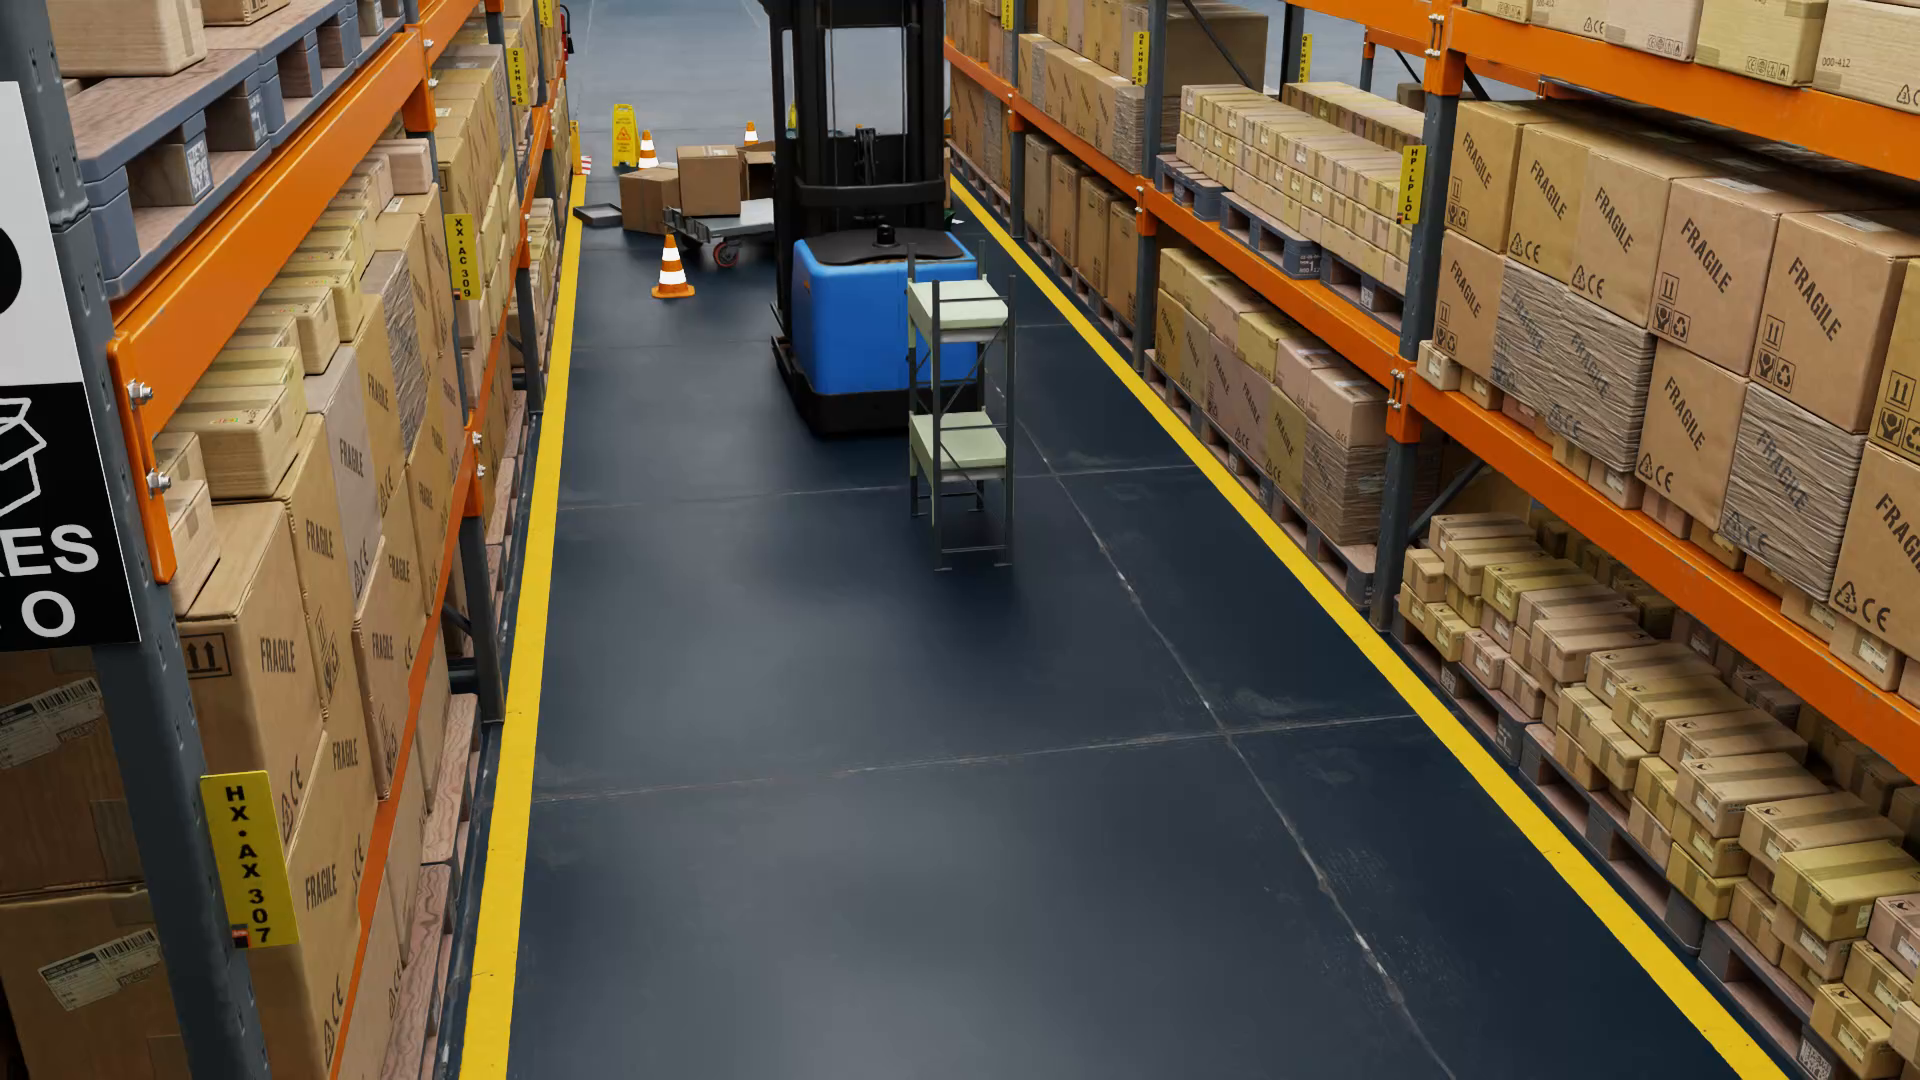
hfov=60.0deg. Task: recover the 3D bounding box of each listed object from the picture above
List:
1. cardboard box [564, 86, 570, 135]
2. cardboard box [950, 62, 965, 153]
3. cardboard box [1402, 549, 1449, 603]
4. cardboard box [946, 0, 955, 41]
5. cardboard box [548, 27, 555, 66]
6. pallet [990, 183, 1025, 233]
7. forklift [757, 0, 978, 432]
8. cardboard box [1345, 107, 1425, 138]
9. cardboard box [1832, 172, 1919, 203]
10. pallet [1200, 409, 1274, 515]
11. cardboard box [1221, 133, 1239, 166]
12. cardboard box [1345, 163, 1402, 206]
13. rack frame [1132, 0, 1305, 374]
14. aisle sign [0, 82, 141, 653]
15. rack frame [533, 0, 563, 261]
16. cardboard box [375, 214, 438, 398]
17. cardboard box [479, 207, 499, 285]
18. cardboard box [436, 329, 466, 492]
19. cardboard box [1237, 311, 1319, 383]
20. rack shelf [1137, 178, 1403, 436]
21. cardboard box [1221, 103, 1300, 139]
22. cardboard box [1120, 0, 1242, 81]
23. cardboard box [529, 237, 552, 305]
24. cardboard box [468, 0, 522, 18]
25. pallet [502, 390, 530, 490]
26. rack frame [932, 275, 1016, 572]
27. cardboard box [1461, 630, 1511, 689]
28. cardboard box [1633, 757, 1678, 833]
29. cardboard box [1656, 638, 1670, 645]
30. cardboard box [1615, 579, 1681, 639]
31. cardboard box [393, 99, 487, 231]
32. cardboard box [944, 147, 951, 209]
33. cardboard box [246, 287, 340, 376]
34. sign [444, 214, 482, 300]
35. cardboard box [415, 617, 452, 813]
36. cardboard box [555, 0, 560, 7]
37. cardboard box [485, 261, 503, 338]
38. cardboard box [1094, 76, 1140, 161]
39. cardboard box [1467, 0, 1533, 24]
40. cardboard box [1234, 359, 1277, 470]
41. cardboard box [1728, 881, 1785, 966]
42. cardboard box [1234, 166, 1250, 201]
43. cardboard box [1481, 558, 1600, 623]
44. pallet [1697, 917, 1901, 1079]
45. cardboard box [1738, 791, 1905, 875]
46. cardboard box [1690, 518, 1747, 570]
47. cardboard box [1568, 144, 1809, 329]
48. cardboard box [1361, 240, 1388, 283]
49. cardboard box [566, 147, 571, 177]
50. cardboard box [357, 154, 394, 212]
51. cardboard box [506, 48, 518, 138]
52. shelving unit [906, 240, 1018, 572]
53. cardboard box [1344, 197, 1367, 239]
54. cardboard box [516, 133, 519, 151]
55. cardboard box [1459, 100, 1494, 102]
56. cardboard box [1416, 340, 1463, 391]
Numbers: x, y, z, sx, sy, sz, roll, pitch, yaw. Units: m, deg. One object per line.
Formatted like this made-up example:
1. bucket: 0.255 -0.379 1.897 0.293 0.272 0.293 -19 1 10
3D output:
1. cardboard box: -4.230 -4.289 16.797 0.500 0.500 0.500 -4 24 -9
2. cardboard box: 0.402 -4.672 17.830 0.875 0.875 0.875 -4 24 -9
3. cardboard box: 2.183 0.149 7.327 0.380 0.149 0.250 -3 24 -7
4. cardboard box: 0.325 -5.641 17.731 0.875 0.550 0.550 -4 24 -10
5. cardboard box: -3.898 -4.506 14.822 0.500 0.500 0.500 -5 24 -10
6. pallet: 0.888 -3.169 15.742 1.003 0.211 1.213 -4 24 -10
7. forklift: -0.700 -2.557 10.943 1.130 2.935 3.031 -5 24 -12
8. cardboard box: 2.417 -2.358 9.446 0.380 0.149 0.250 -4 24 -10
9. cardboard box: 3.077 -0.863 5.232 0.500 0.500 0.500 -5 24 -11
10. pallet: 2.056 -0.504 9.641 1.003 0.211 1.213 -4 24 -10
11. cardboard box: 1.735 -2.267 9.610 0.380 0.149 0.250 -4 24 -10
12. cardboard box: 2.068 -1.696 7.931 0.380 0.149 0.250 -5 24 -11
13. rack frame: 1.691 -2.568 10.883 1.000 3.000 0.127 -4 24 -10
14. aisle sign: -1.377 -0.200 2.212 0.394 0.787 0.004 -4 24 -10
15. rack frame: -3.895 -3.736 13.556 1.000 3.000 0.127 -4 24 -10
16. cardboard box: -1.971 -0.728 5.294 0.500 0.500 0.500 -5 24 -11
17. cardboard box: -2.411 -1.347 7.649 0.500 0.250 0.500 -4 24 -9
18. cardboard box: -2.078 -0.471 5.956 0.500 0.500 0.500 -4 24 -9
19. cardboard box: 1.851 -1.070 9.114 0.500 0.250 0.500 -5 24 -12
20. rack shelf: 2.061 -1.452 9.226 1.077 0.370 4.000 -4 24 -10
21. cardboard box: 1.728 -2.416 9.579 0.380 0.149 0.250 -5 24 -12
22. cardboard box: 1.523 -3.449 11.524 0.700 0.500 0.500 -5 24 -11
23. cardboard box: -3.529 -1.962 12.253 0.950 0.372 0.625 -4 24 -8
24. cardboard box: -3.373 -3.866 12.023 0.380 0.149 0.250 -5 24 -12
25. pallet: -3.083 -0.569 9.789 1.003 0.211 1.213 -4 24 -10
26. rack frame: 0.066 -0.546 8.126 0.400 1.500 0.023 -4 24 -10
27. cardboard box: 2.328 0.485 6.930 0.380 0.149 0.250 -4 24 -10
28. cardboard box: 2.557 0.860 5.698 0.380 0.149 0.250 -3 24 -7
29. cardboard box: 2.947 0.497 6.529 0.380 0.149 0.250 -4 24 -8
30. cardboard box: 2.863 0.270 6.679 0.380 0.149 0.250 -4 24 -8
31. cardboard box: -2.426 -1.683 7.481 0.500 0.500 0.500 -5 24 -11
32. cardboard box: -0.344 -3.532 16.209 0.500 0.500 0.500 0 24 -1
33. cardboard box: -1.695 -0.488 3.936 0.380 0.149 0.250 -4 24 -9
34. sign: -1.870 -1.064 6.257 0.100 0.325 0.005 -4 24 -10
35. cardboard box: -2.405 0.648 6.196 0.875 0.438 0.875 -5 24 -11
36. cardboard box: -3.902 -4.967 14.630 0.700 0.500 0.500 -5 24 -11
37. cardboard box: -2.414 -1.119 7.752 0.500 0.250 0.500 -4 24 -10
38. cardboard box: 1.253 -2.968 11.673 0.500 0.500 0.500 -4 24 -10
39. cardboard box: 2.257 -2.099 6.249 0.500 0.250 0.500 -3 24 -7
40. cardboard box: 1.861 -0.718 9.246 0.500 0.500 0.500 -5 24 -11
41. cardboard box: 2.698 1.201 5.291 0.380 0.149 0.250 -4 24 -9
42. cardboard box: 1.778 -2.033 9.445 0.380 0.149 0.250 -4 24 -8
43. cardboard box: 2.379 0.206 6.825 0.380 0.149 0.250 -5 24 -10
44. pallet: 3.041 1.504 5.042 1.003 0.211 1.213 -4 24 -10
45. cardboard box: 2.675 0.928 5.171 0.380 0.149 0.250 -5 24 -12
46. cardboard box: 2.615 -0.030 5.385 0.380 0.149 0.250 -4 24 -9
47. cardboard box: 2.448 -1.037 5.630 0.500 0.500 0.500 -4 24 -9
48. cardboard box: 2.114 -1.316 7.805 0.380 0.149 0.250 -4 24 -9
49. cardboard box: -4.133 -3.739 16.474 0.500 0.250 0.500 -4 24 -10
50. cardboard box: -2.104 -1.181 5.522 0.380 0.149 0.250 -4 24 -8
51. cardboard box: -3.011 -2.731 10.234 0.500 0.500 0.500 -5 24 -11
52. shelving unit: -0.001 -0.690 8.456 0.431 1.500 0.755 -4 24 -10
53. cardboard box: 2.070 -1.552 7.973 0.380 0.149 0.250 -3 24 -7
54. cardboard box: -3.057 -2.606 10.758 0.380 0.149 0.250 -6 24 -13
55. cardboard box: 5.445 -4.362 17.589 0.500 0.500 0.500 -2 24 -5
56. cardboard box: 2.161 -0.744 7.020 0.380 0.149 0.250 -3 24 -8
